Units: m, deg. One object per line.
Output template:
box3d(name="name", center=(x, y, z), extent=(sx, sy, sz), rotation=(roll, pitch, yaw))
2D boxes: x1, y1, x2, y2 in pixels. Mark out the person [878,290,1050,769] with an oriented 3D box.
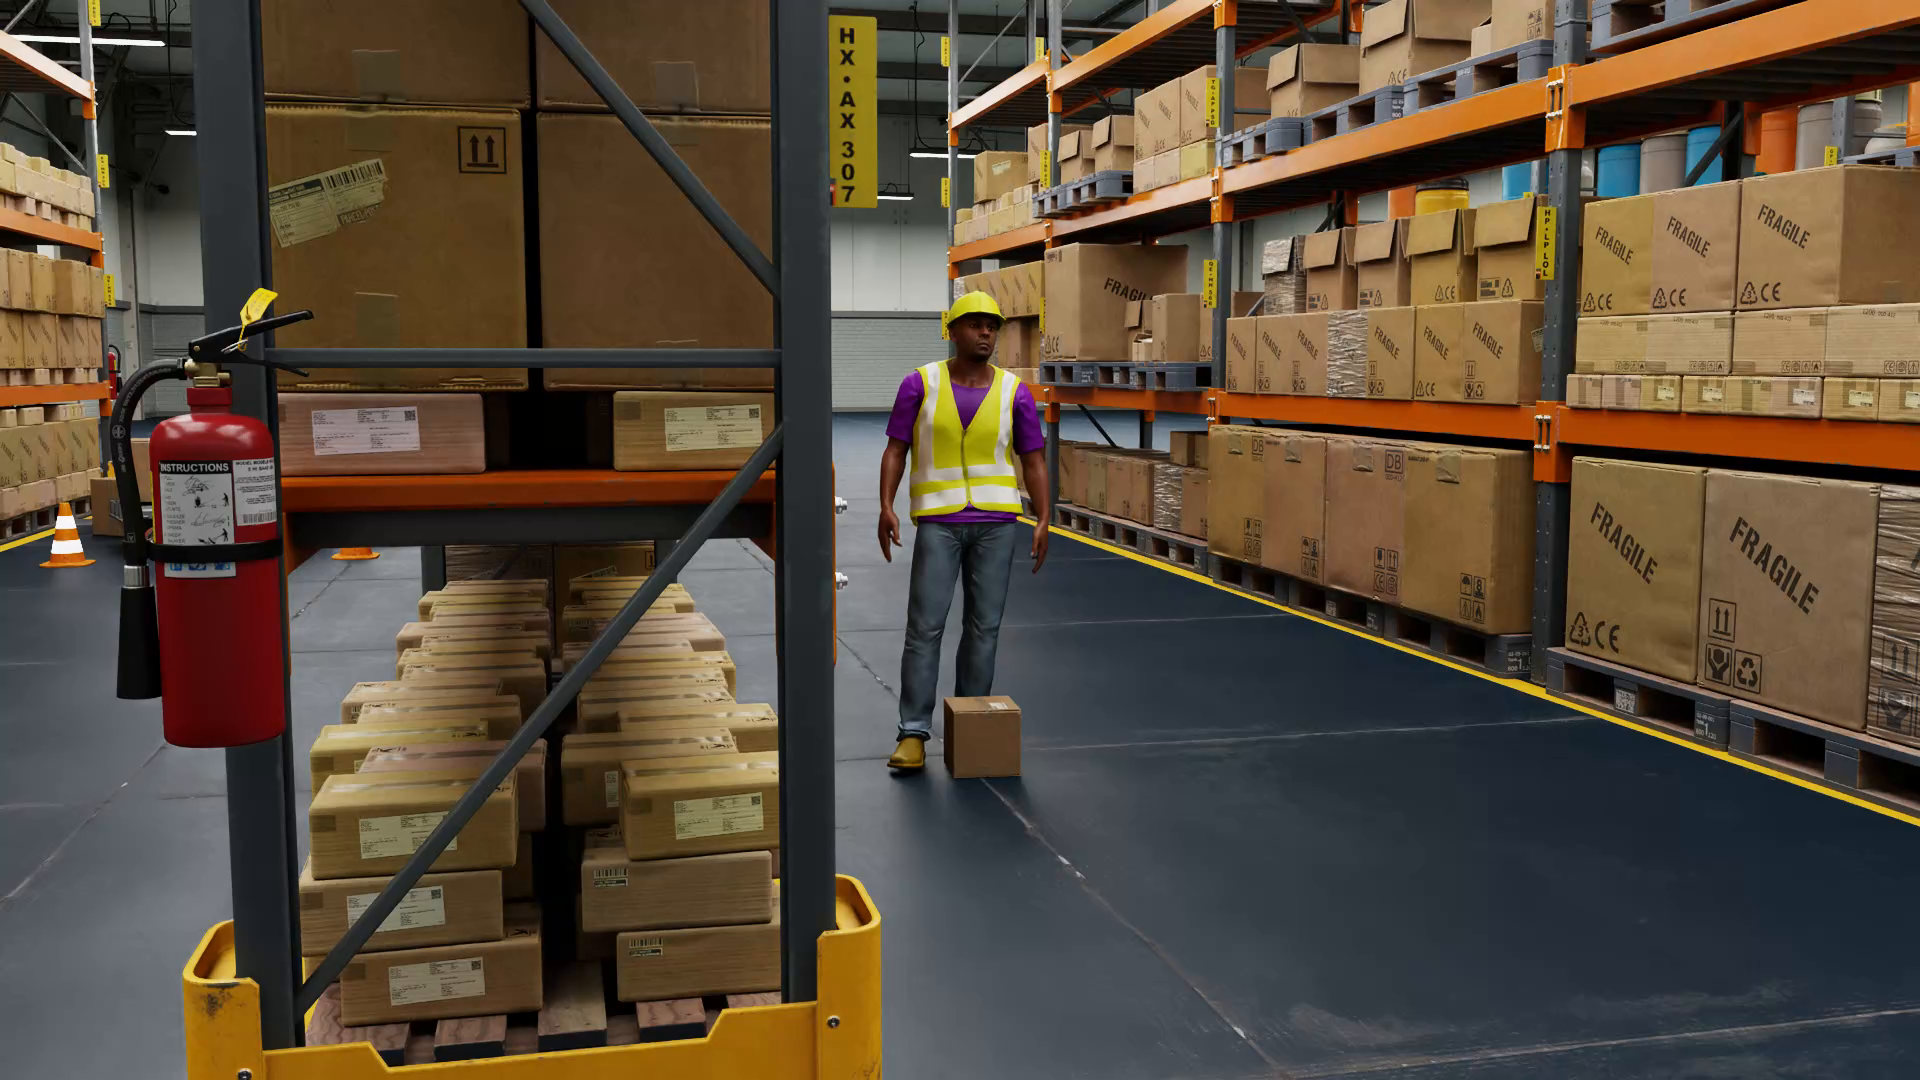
box3d(name="person", center=(0.025, -0.055, 6.270), extent=(0.665, 1.765, 0.577), rotation=(-1, 6, -7))
